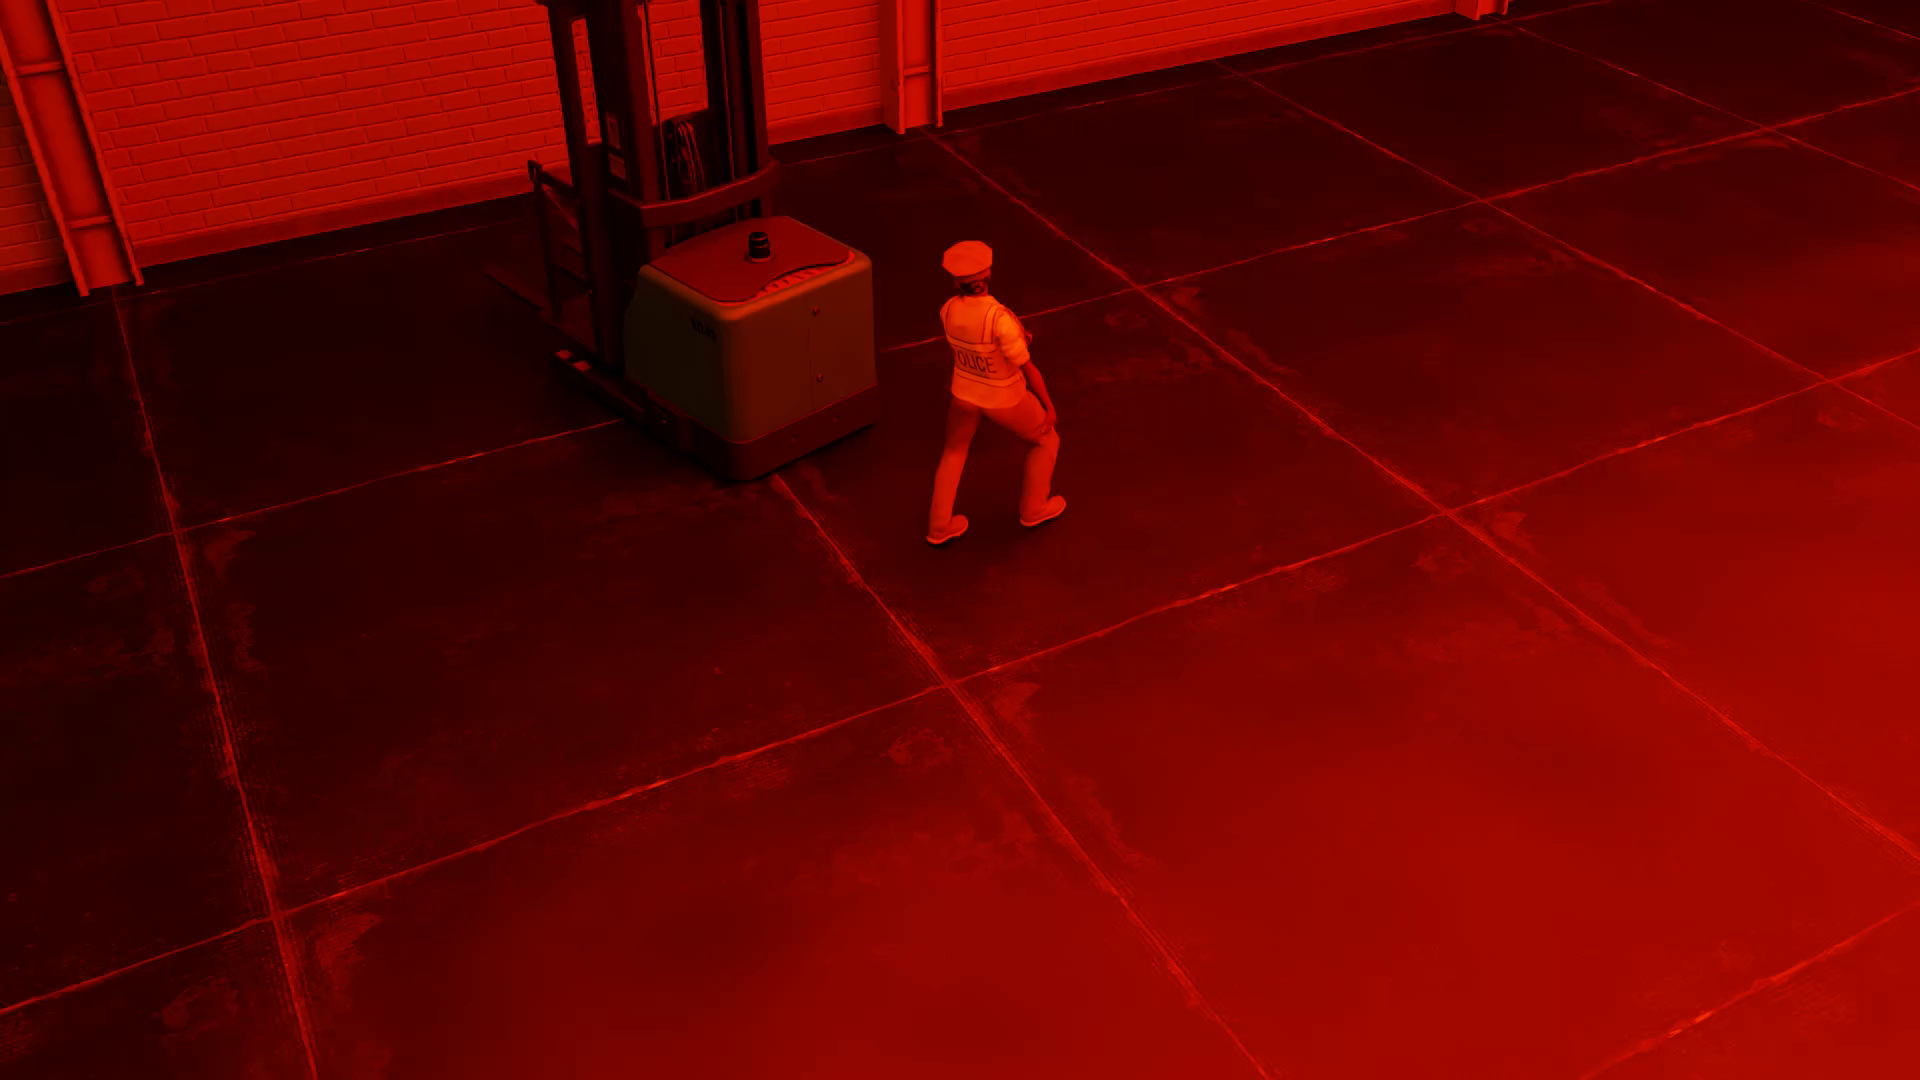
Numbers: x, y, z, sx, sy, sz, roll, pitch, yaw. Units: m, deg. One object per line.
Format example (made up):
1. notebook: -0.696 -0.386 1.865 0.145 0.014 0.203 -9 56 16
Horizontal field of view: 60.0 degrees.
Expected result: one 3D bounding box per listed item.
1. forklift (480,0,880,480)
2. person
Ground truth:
1. forklift: -1.835 -2.279 9.347 1.130 2.935 3.031 -28 44 -34
2. person: 0.222 -0.746 8.352 0.622 1.583 0.789 16 38 21
